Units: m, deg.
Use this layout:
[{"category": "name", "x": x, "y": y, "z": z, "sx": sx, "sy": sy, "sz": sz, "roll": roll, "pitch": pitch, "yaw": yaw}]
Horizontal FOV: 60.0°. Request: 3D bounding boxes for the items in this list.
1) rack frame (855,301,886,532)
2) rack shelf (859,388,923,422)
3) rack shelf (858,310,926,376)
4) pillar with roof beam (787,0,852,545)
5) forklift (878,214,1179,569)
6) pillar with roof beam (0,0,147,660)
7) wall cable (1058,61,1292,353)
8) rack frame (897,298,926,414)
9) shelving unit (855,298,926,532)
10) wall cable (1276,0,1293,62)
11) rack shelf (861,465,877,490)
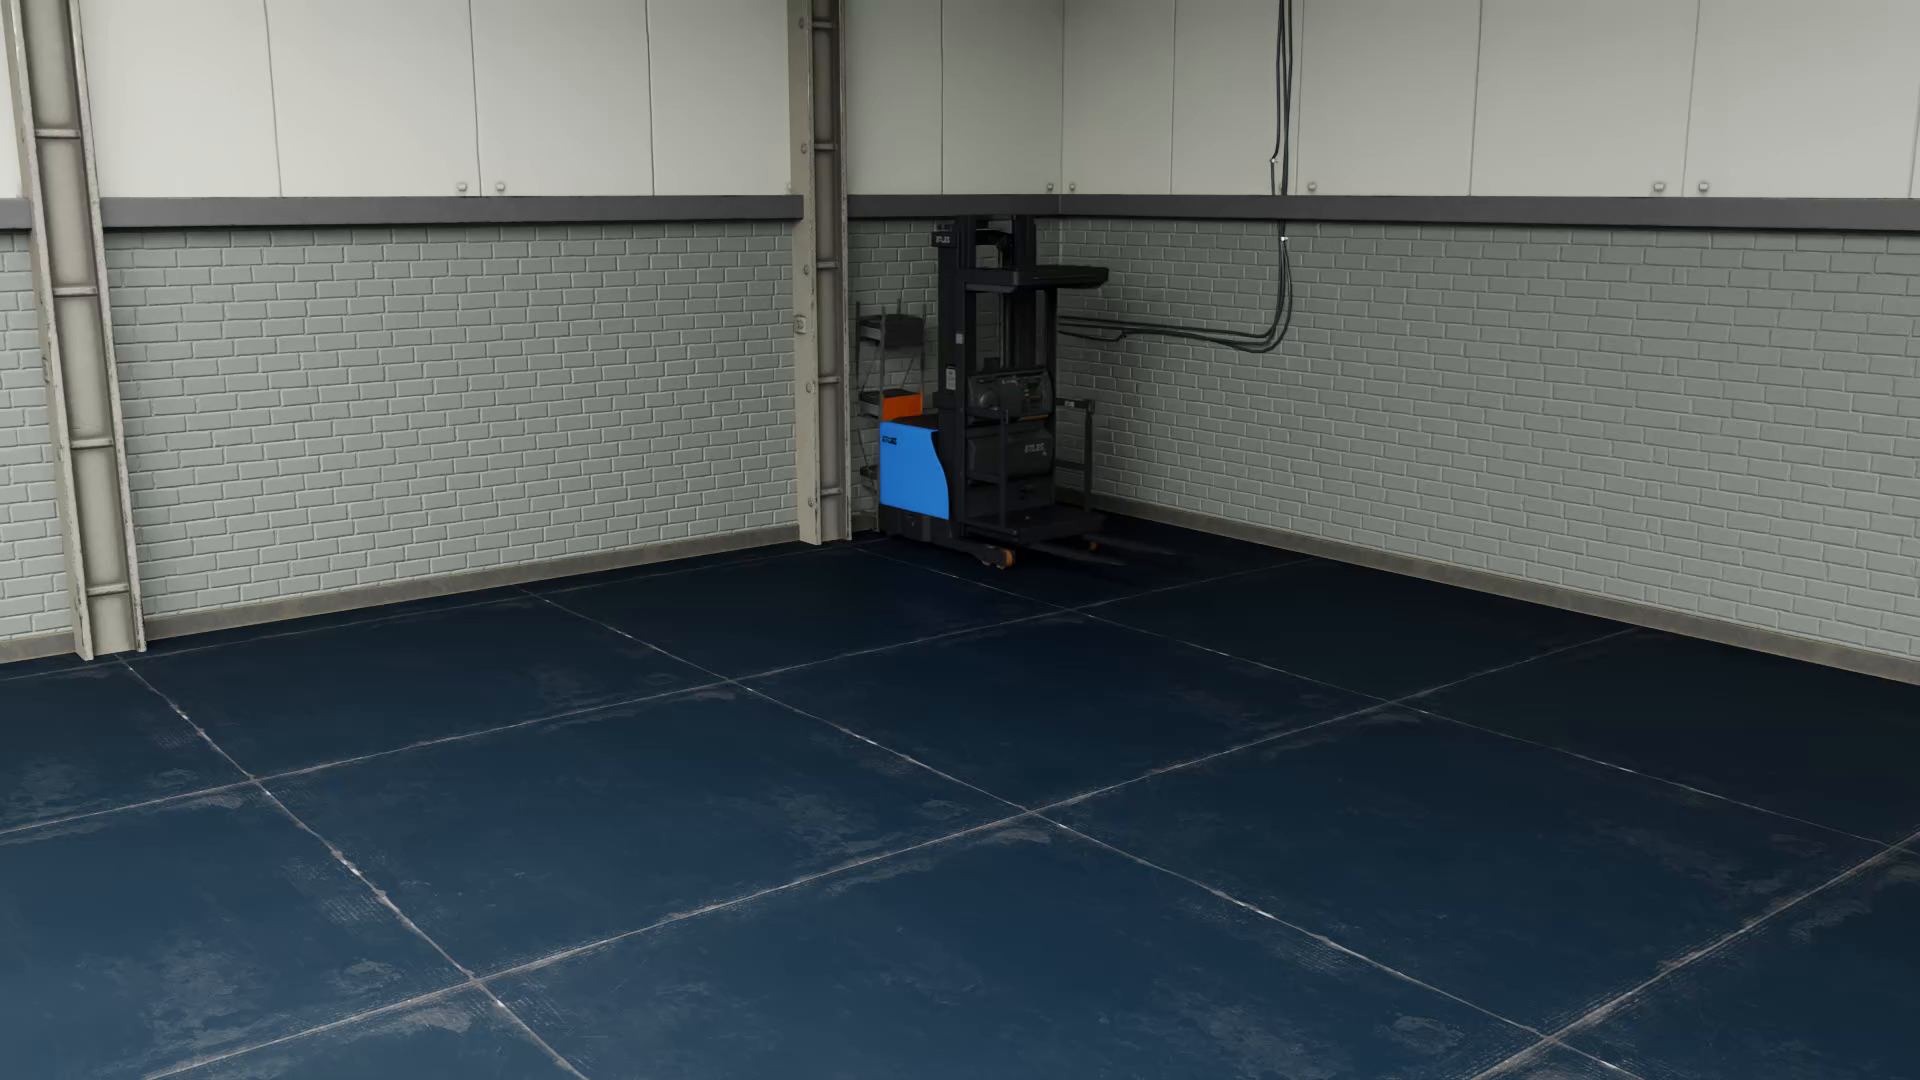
[{"category": "rack frame", "x": -0.851, "y": -1.127, "z": 15.351, "sx": 0.015, "sy": 2.100, "sz": 0.400, "roll": -12, "pitch": 21, "yaw": -41}, {"category": "rack shelf", "x": -0.671, "y": -1.152, "z": 15.514, "sx": 0.480, "sy": 0.518, "sz": 0.431, "roll": -12, "pitch": 21, "yaw": -41}, {"category": "rack shelf", "x": -0.642, "y": -1.825, "z": 15.322, "sx": 0.480, "sy": 0.518, "sz": 0.431, "roll": -12, "pitch": 21, "yaw": -41}, {"category": "pillar with roof beam", "x": 1.450, "y": -3.708, "z": 11.050, "sx": 0.400, "sy": 9.000, "sz": 9.100, "roll": -9, "pitch": 15, "yaw": -38}, {"category": "forklift", "x": 0.574, "y": -1.305, "z": 14.339, "sx": 1.130, "sy": 2.935, "sz": 3.031, "roll": -10, "pitch": 15, "yaw": -39}, {"category": "pillar with roof beam", "x": -3.235, "y": -2.930, "z": 7.383, "sx": 0.400, "sy": 9.000, "sz": 9.100, "roll": -9, "pitch": 15, "yaw": -38}, {"category": "wall cable", "x": 1.888, "y": -3.056, "z": 15.451, "sx": 0.112, "sy": 2.526, "sz": 3.097, "roll": -9, "pitch": 15, "yaw": -38}, {"category": "rack frame", "x": -0.490, "y": -1.203, "z": 15.670, "sx": 0.015, "sy": 2.100, "sz": 0.400, "roll": -12, "pitch": 21, "yaw": -41}, {"category": "shelving unit", "x": -0.671, "y": -1.165, "z": 15.511, "sx": 0.503, "sy": 2.100, "sz": 0.431, "roll": -12, "pitch": 21, "yaw": -41}, {"category": "wall cable", "x": 3.578, "y": -5.087, "z": 12.860, "sx": 0.112, "sy": 2.526, "sz": 3.097, "roll": -9, "pitch": 15, "yaw": -38}, {"category": "rack shelf", "x": -0.701, "y": -0.480, "z": 15.707, "sx": 0.480, "sy": 0.518, "sz": 0.431, "roll": -12, "pitch": 21, "yaw": -41}]
